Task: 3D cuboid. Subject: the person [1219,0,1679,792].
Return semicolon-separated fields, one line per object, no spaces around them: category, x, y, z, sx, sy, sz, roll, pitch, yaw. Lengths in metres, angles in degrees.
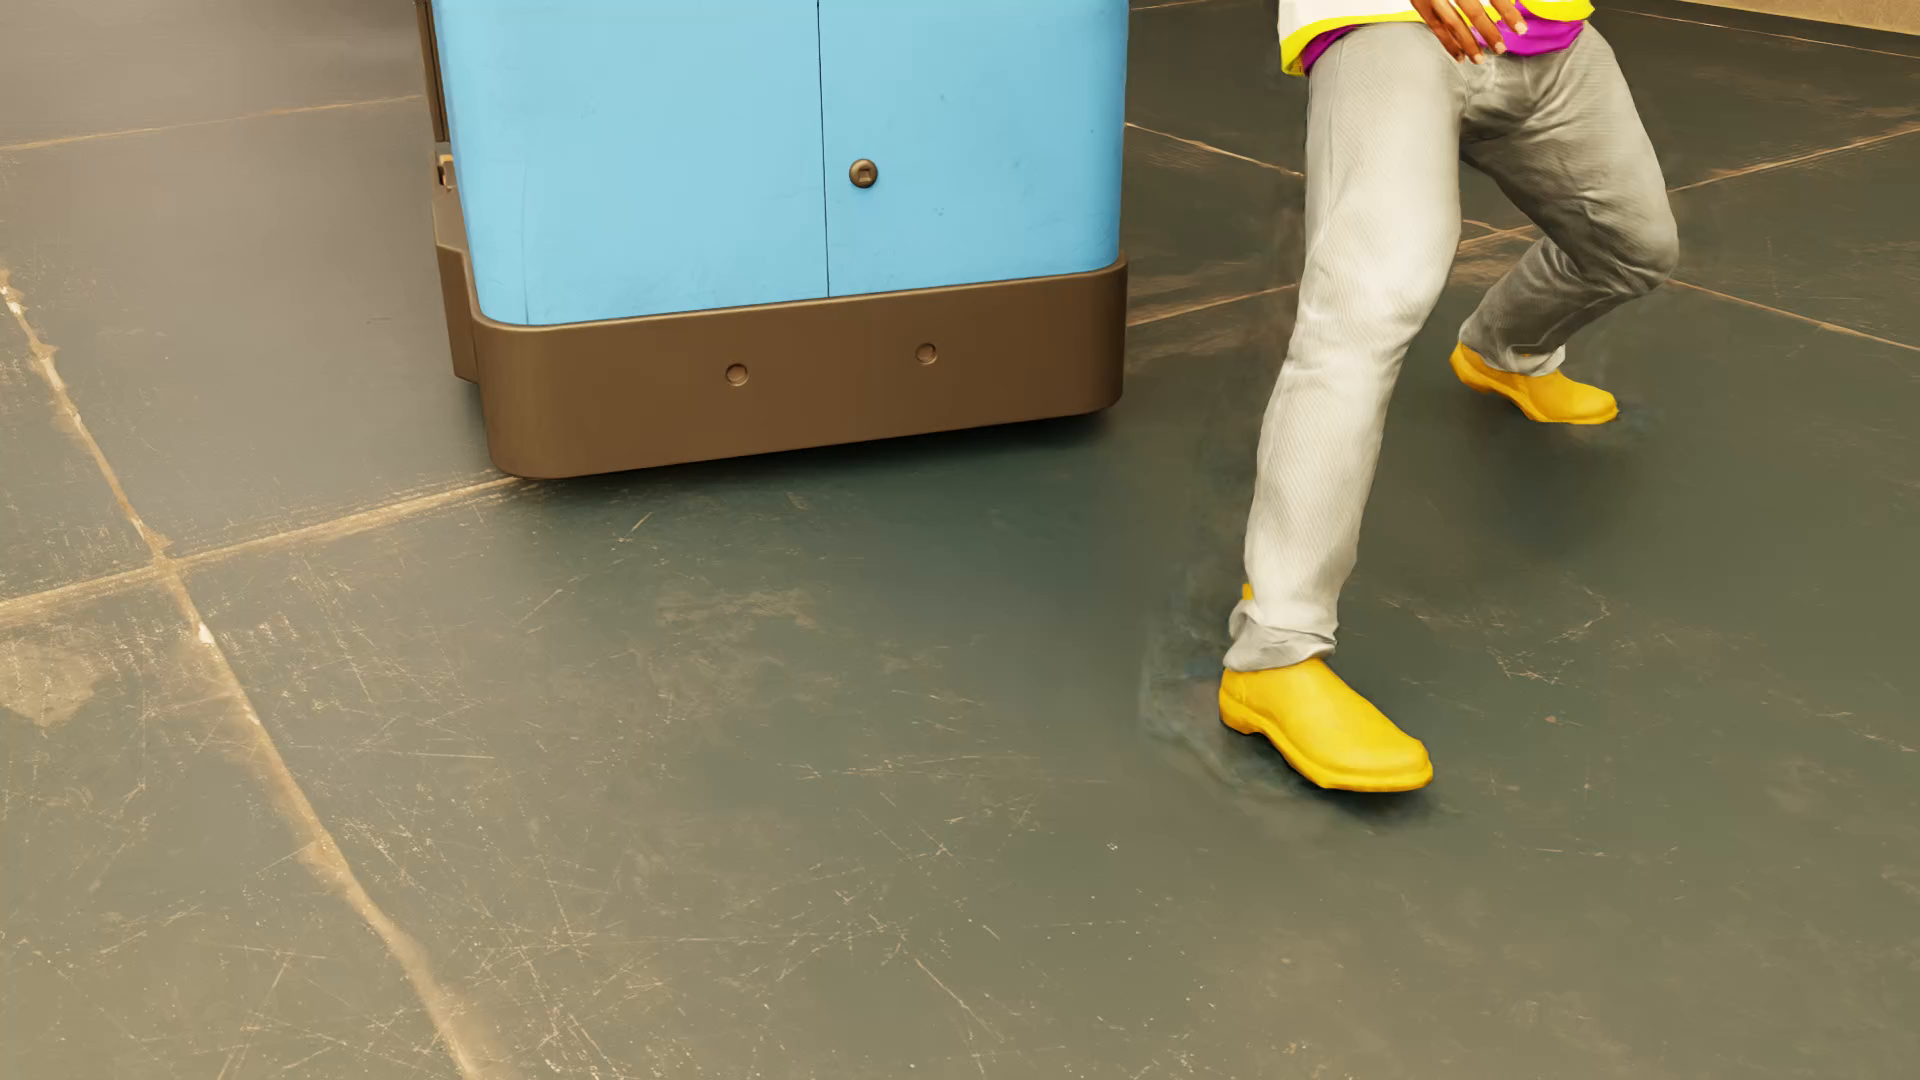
person;0.754;-0.672;2.119;1.216;1.575;0.960;-13;30;-25

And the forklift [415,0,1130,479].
forklift;-0.654;-2.043;3.305;1.130;2.935;3.031;-8;28;-16
